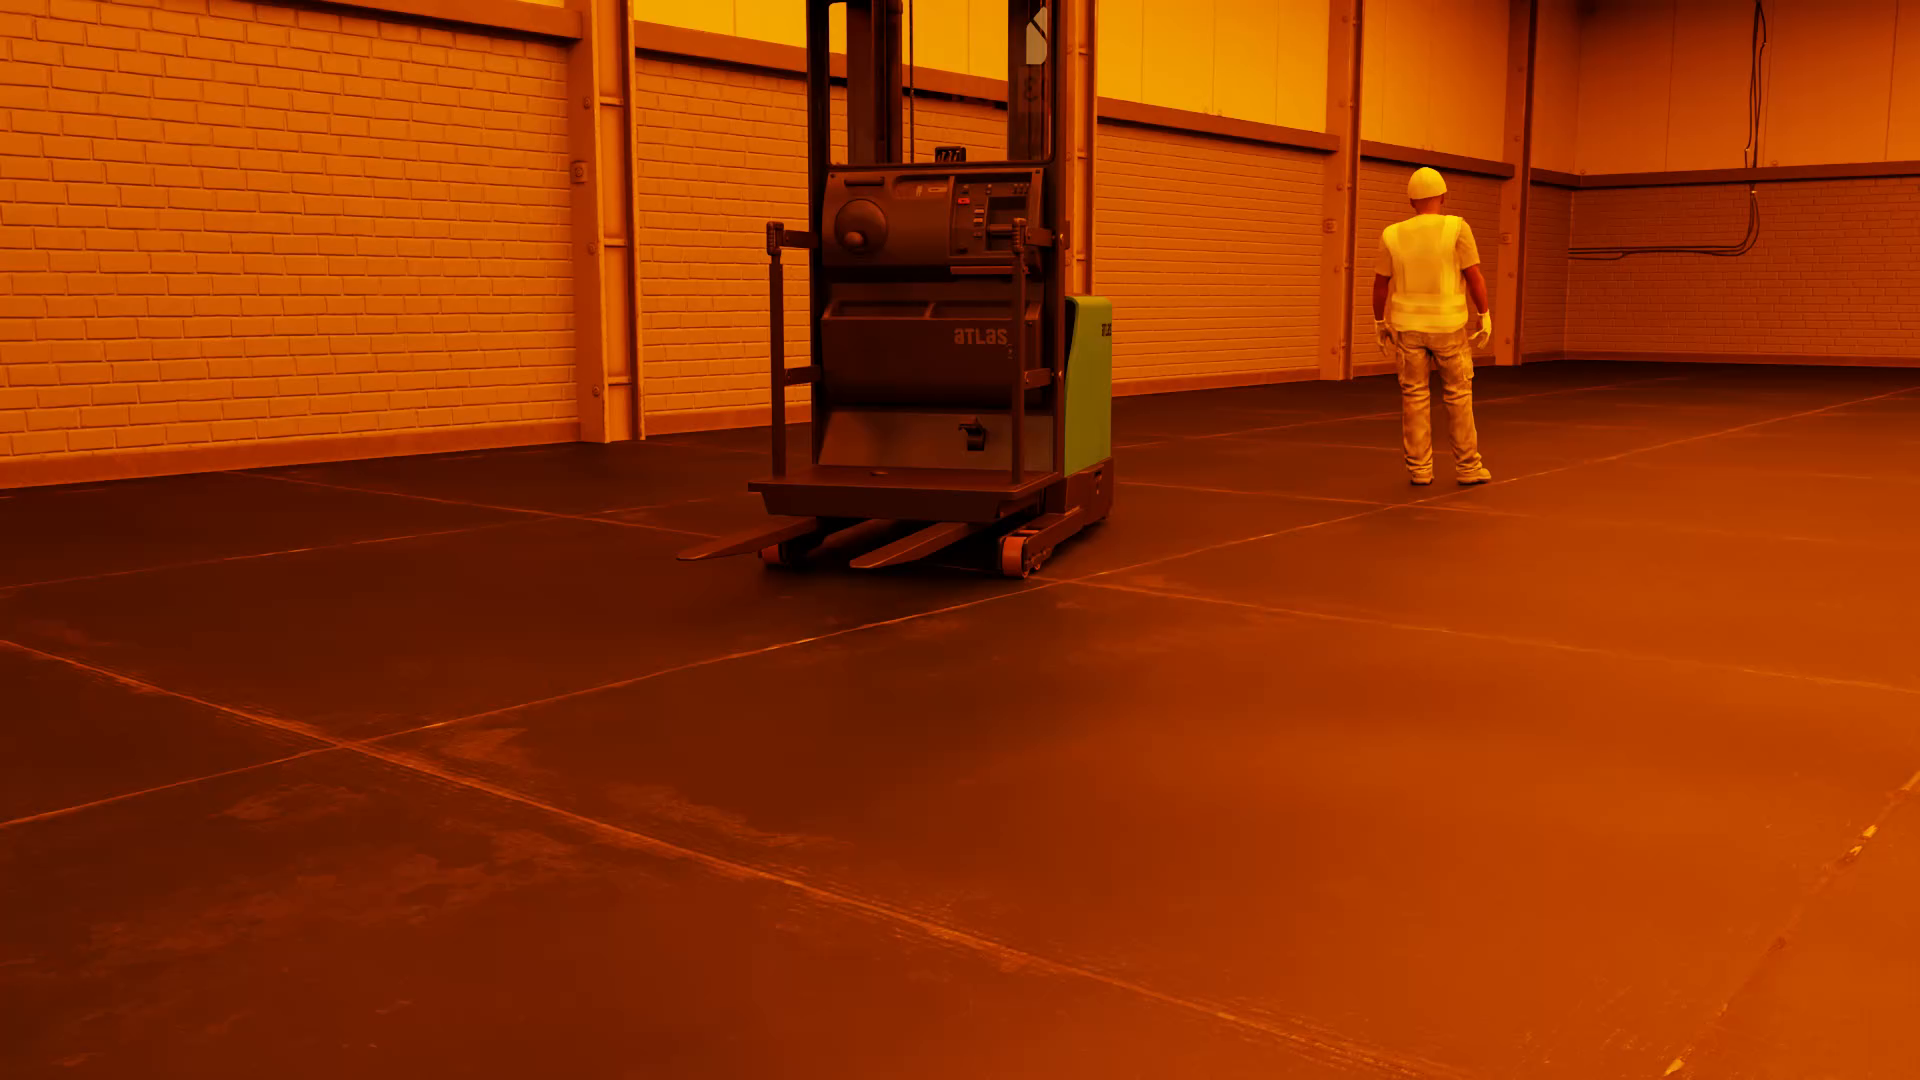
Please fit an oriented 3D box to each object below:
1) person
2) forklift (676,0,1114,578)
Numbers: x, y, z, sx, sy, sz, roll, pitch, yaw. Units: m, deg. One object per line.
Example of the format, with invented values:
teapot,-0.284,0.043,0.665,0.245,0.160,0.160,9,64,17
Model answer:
person,2.717,-1.221,9.540,0.656,1.785,0.575,5,10,29
forklift,-0.176,-1.366,6.616,1.130,2.935,3.031,3,9,17
